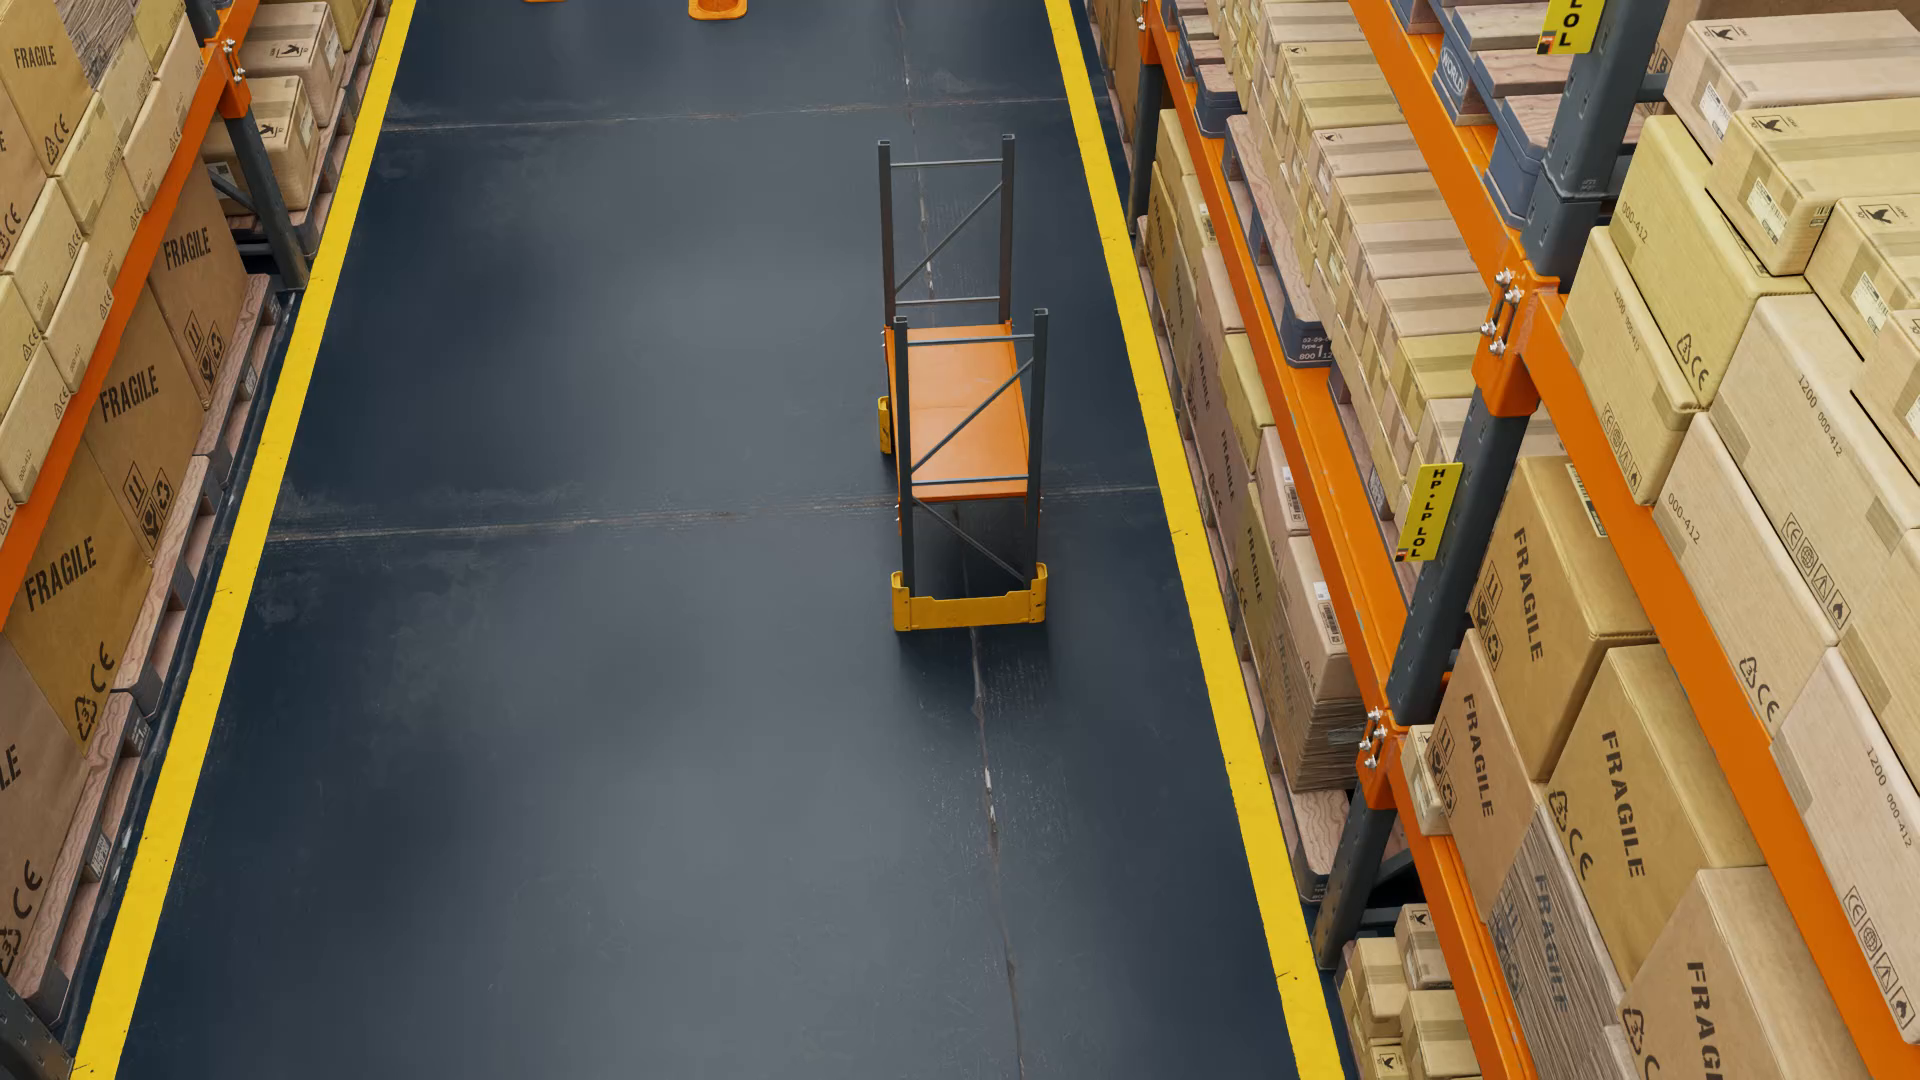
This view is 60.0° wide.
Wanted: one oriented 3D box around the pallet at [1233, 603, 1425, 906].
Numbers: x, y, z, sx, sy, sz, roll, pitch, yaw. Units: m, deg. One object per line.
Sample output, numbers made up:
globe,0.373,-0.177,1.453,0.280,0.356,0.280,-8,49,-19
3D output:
pallet,1.596,0.695,5.946,1.003,0.211,1.213,-3,47,-3

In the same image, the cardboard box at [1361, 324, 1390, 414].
cardboard box,1.391,-0.507,4.843,0.380,0.149,0.250,-2,47,-2

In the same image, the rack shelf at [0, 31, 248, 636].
rack shelf,-3.429,-0.526,5.678,1.077,0.370,4.000,-3,47,-3

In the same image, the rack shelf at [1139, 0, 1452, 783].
rack shelf,1.495,-0.900,6.032,1.077,0.370,4.000,-3,47,-3

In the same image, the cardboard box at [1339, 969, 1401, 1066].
cardboard box,1.373,1.419,5.015,0.380,0.149,0.250,-5,47,-5

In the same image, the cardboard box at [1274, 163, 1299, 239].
cardboard box,1.297,-1.169,5.675,0.380,0.149,0.250,-5,47,-5

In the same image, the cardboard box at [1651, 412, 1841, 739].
cardboard box,1.489,0.033,2.690,0.500,0.250,0.500,-4,47,-4

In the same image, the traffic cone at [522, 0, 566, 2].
traffic cone,-2.433,-3.430,9.680,0.336,0.463,0.334,-3,47,-3

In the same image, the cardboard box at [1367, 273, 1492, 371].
cardboard box,1.391,-0.623,4.748,0.380,0.149,0.250,-5,47,-5

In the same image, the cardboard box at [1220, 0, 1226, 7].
cardboard box,1.193,-2.197,6.443,0.380,0.149,0.250,-1,47,-1

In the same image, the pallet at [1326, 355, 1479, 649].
pallet,1.743,-0.196,5.002,1.003,0.211,1.213,-3,47,-3

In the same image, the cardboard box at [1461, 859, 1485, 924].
cardboard box,1.456,0.793,4.106,0.380,0.149,0.250,-2,47,-2

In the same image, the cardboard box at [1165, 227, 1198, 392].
cardboard box,1.178,-0.988,7.052,0.500,0.500,0.500,-3,47,-3

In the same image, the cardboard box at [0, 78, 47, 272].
cardboard box,-3.172,-1.143,5.009,0.500,0.500,0.500,-4,47,-4

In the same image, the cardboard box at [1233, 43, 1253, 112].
cardboard box,1.233,-1.732,6.208,0.380,0.149,0.250,-2,47,-1

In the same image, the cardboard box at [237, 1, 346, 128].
cardboard box,-3.704,-2.404,8.481,0.950,0.372,0.625,-4,47,-4

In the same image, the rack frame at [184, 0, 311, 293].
rack frame,-3.597,-2.220,6.787,1.000,3.000,0.127,-3,47,-3

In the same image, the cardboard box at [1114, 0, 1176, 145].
cardboard box,1.366,-2.411,8.228,1.050,0.750,0.750,-4,47,-4

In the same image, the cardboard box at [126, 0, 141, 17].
cardboard box,-3.293,-2.240,6.048,0.500,0.500,0.500,-5,47,-4

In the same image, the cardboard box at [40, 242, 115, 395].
cardboard box,-3.140,-0.717,5.467,0.500,0.250,0.500,-4,47,-4

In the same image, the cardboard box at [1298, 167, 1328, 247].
cardboard box,1.318,-1.090,5.395,0.380,0.149,0.250,-3,47,-3

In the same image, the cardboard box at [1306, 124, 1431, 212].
cardboard box,1.326,-1.184,5.280,0.380,0.149,0.250,-5,47,-5

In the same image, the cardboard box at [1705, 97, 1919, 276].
cardboard box,1.435,-0.565,2.637,0.380,0.149,0.250,-5,47,-5

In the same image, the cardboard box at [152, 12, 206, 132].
cardboard box,-3.296,-1.819,6.510,0.500,0.250,0.500,-5,47,-5

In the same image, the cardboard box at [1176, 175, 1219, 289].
cardboard box,1.186,-1.257,6.790,0.500,0.250,0.500,-4,47,-4

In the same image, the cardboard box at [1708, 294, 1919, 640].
cardboard box,1.500,-0.128,2.499,0.500,0.250,0.500,-4,47,-3

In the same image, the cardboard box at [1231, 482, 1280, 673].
cardboard box,1.307,0.124,5.999,0.500,0.500,0.500,-4,47,-4

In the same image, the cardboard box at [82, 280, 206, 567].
cardboard box,-3.551,-0.484,6.316,0.875,0.875,0.875,-3,47,-3

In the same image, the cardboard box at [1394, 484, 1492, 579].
cardboard box,1.432,-0.034,4.600,0.380,0.149,0.250,-4,47,-4

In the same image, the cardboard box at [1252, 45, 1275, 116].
cardboard box,1.260,-1.641,5.917,0.380,0.149,0.250,-3,47,-3

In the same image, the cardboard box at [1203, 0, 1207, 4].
cardboard box,1.164,-2.316,6.762,0.380,0.149,0.250,-4,47,-4

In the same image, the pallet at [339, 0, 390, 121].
pallet,-3.760,-2.708,9.169,1.003,0.211,1.213,-3,47,-3

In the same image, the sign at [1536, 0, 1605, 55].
sign,1.109,-1.009,2.946,0.100,0.325,0.005,-3,47,-3

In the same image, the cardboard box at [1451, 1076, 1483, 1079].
cardboard box,1.519,1.576,4.456,0.380,0.149,0.250,-4,47,-4

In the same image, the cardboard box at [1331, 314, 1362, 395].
cardboard box,1.370,-0.583,5.120,0.380,0.149,0.250,-6,47,-5

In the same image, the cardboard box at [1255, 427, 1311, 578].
cardboard box,1.318,-0.139,5.732,0.500,0.250,0.500,-1,47,-1

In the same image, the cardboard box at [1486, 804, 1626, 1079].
cardboard box,1.501,0.894,3.563,0.500,0.500,0.500,-3,47,-3

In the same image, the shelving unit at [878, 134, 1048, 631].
shelving unit,-0.006,-0.571,6.258,0.587,1.500,1.083,-3,47,-3

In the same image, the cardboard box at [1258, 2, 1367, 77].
cardboard box,1.260,-1.751,5.817,0.380,0.149,0.250,-2,47,-1

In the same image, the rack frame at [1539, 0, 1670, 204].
rack frame,1.662,-1.763,2.222,1.000,3.000,0.127,-3,47,-3

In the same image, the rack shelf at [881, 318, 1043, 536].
rack shelf,-0.007,-0.454,6.395,0.538,0.185,1.000,-3,47,-3

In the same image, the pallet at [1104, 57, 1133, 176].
pallet,1.336,-2.210,8.698,1.003,0.211,1.213,-3,47,-3

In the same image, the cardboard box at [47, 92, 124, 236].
cardboard box,-3.193,-1.266,5.642,0.500,0.250,0.500,-5,47,-4

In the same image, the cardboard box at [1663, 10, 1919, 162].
cardboard box,1.445,-0.764,2.826,0.380,0.149,0.250,-4,47,-4

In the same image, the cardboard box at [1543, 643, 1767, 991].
cardboard box,1.516,0.535,3.215,0.500,0.500,0.500,-5,47,-4

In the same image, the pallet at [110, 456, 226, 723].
pallet,-3.507,0.194,6.421,1.003,0.211,1.213,-3,47,-3
